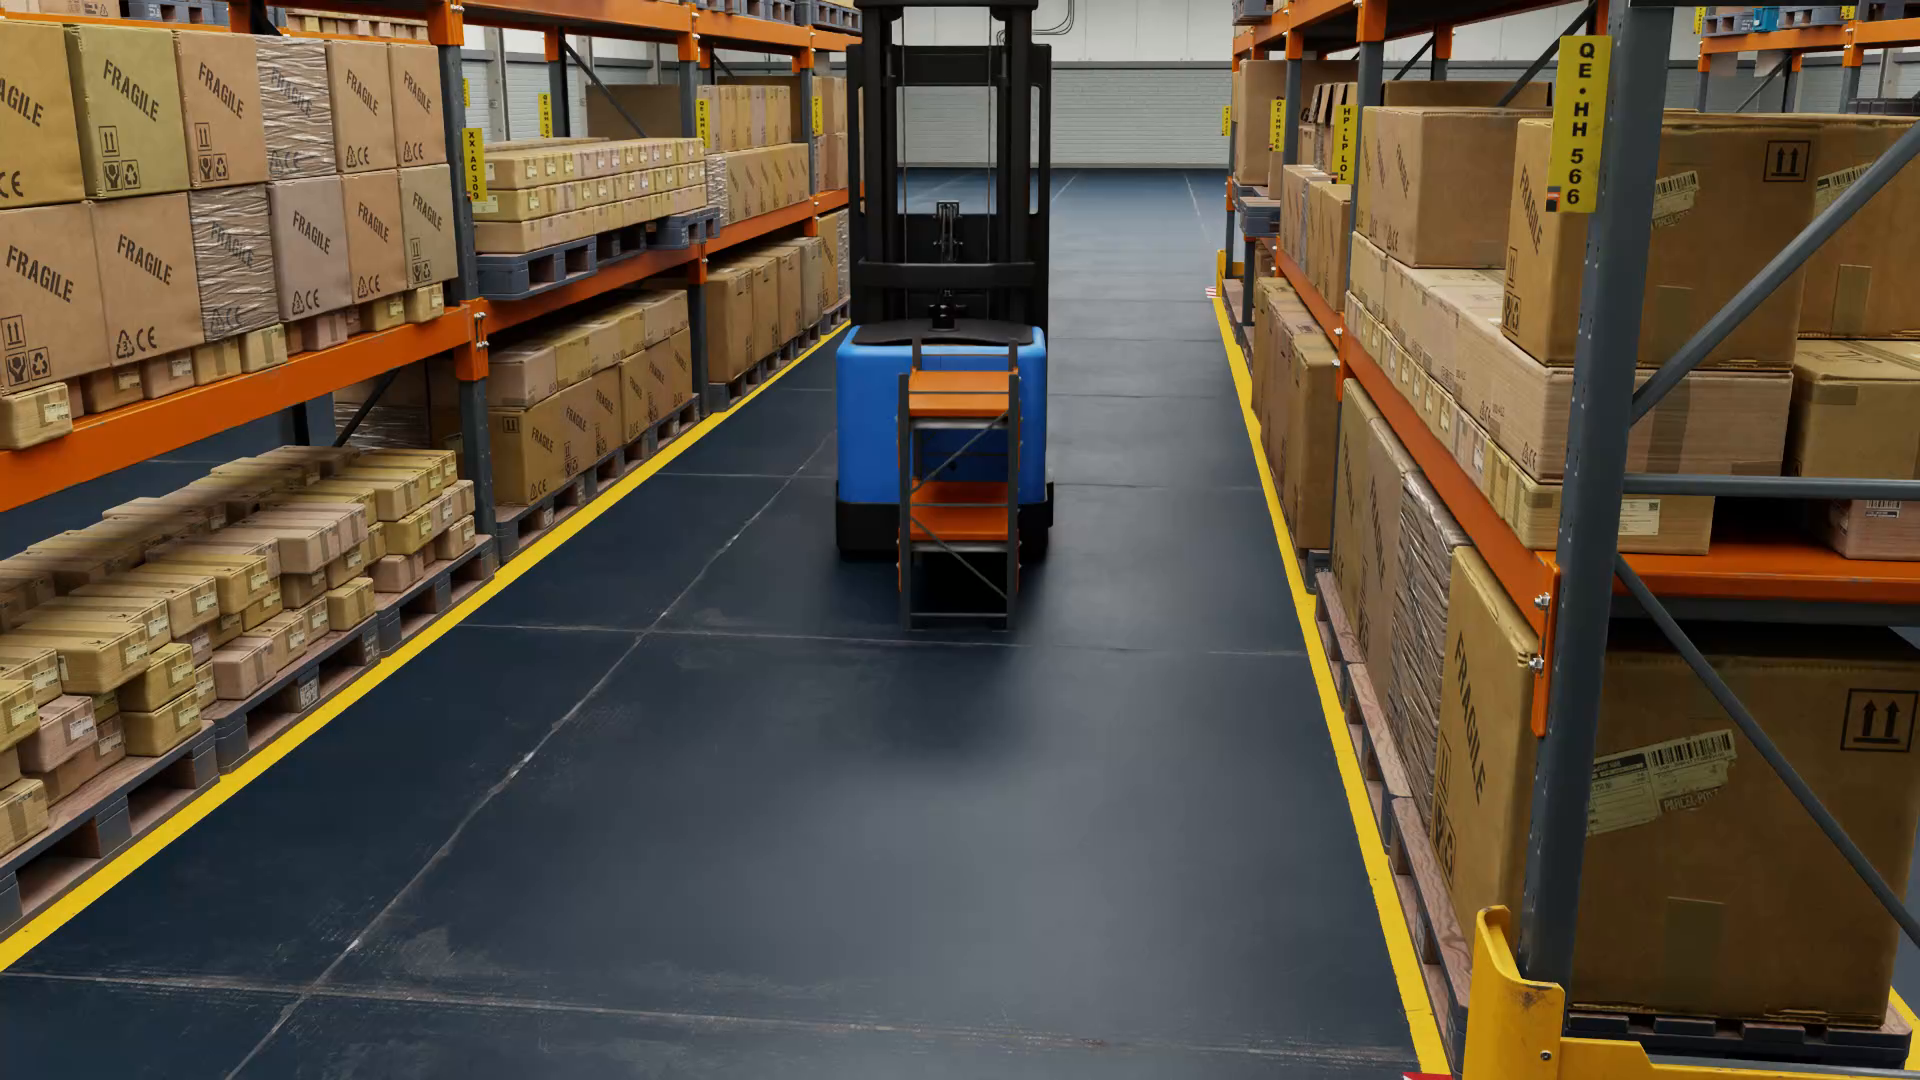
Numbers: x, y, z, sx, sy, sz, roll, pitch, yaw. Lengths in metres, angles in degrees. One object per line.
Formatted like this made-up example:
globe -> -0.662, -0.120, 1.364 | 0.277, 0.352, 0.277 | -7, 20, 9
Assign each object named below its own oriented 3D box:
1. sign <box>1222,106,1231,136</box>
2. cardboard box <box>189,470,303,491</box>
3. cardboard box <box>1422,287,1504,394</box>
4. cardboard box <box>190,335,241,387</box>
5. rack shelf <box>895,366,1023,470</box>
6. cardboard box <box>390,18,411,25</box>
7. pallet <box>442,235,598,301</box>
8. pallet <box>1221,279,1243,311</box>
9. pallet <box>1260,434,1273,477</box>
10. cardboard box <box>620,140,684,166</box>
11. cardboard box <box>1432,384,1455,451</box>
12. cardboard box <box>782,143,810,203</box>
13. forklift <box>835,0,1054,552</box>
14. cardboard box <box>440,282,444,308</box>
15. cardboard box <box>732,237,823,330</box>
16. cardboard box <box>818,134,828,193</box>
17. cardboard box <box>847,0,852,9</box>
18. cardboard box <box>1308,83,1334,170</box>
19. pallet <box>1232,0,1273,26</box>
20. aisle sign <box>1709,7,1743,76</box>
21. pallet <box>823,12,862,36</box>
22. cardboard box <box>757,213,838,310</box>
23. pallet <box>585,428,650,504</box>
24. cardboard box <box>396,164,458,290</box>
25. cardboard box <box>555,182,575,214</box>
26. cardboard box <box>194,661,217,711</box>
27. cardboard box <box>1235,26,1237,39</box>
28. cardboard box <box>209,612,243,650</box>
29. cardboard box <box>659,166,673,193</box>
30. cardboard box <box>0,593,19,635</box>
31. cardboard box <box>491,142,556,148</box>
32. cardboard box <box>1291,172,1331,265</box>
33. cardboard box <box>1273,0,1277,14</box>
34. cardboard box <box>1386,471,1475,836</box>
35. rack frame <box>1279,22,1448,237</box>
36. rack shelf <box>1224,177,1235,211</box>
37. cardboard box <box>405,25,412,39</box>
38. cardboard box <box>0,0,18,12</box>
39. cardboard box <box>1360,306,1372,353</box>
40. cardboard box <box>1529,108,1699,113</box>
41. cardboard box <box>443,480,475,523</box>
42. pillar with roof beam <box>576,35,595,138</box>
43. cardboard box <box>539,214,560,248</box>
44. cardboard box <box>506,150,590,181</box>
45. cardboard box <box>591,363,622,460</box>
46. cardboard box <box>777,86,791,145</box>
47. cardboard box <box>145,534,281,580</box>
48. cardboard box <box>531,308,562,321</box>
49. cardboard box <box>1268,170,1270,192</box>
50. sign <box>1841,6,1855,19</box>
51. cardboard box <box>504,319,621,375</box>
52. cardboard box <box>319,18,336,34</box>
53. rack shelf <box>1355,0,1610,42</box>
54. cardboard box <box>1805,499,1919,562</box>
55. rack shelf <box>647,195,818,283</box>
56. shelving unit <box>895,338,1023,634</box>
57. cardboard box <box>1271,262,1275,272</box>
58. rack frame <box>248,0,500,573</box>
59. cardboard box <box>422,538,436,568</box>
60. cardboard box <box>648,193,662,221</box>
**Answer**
sign -> 2.979, -4.677, 18.554 | 0.100, 0.325, 0.005 | 2, 15, 6
cardboard box -> -3.067, -0.197, 7.161 | 0.380, 0.149, 0.250 | 1, 15, 5
cardboard box -> 1.619, -0.562, 4.710 | 0.500, 0.250, 0.500 | 1, 15, 4
cardboard box -> -2.717, -0.625, 5.708 | 0.380, 0.149, 0.250 | 2, 15, 8
rack shelf -> 0.009, -0.560, 7.456 | 0.538, 0.278, 1.000 | 0, 15, 2
cardboard box -> -6.230, -5.649, 17.776 | 0.500, 0.250, 0.500 | 2, 15, 8
pallet -> -2.522, -1.405, 8.477 | 1.003, 0.211, 1.213 | 2, 15, 6
pallet -> 3.383, -2.668, 18.124 | 1.003, 0.211, 1.213 | 2, 15, 6
pallet -> 2.452, -0.620, 10.551 | 1.003, 0.211, 1.213 | 2, 15, 6
cardboard box -> -1.961, -2.436, 10.460 | 0.380, 0.149, 0.250 | 2, 15, 8
cardboard box -> 1.539, -0.339, 4.651 | 0.380, 0.149, 0.250 | 1, 15, 5
cardboard box -> -1.643, -3.283, 14.866 | 0.500, 0.500, 0.500 | 2, 15, 6
forklift -> -0.051, -1.686, 9.282 | 1.130, 2.935, 3.031 | 0, 15, 2
cardboard box -> -2.552, -1.101, 7.468 | 0.380, 0.149, 0.250 | 2, 15, 6
cardboard box -> -1.831, -2.331, 15.042 | 1.050, 0.750, 0.750 | 2, 15, 6
cardboard box -> -1.781, -3.690, 16.274 | 0.875, 0.550, 0.550 | 2, 15, 6
cardboard box -> -1.300, -5.435, 16.753 | 0.380, 0.149, 0.250 | 2, 15, 7
cardboard box -> 2.517, -2.512, 10.091 | 0.797, 0.503, 0.637 | 2, 15, 8
pallet -> 2.891, -4.406, 13.824 | 1.213, 0.211, 1.003 | 2, 15, 6
aisle sign -> 8.156, -5.380, 17.830 | 0.394, 0.787, 0.004 | 2, 15, 6
pallet -> -1.472, -5.628, 18.152 | 1.003, 0.211, 1.213 | 2, 15, 6
cardboard box -> -1.710, -2.716, 16.227 | 0.875, 0.875, 0.875 | 2, 15, 7
pallet -> -2.531, -0.476, 10.019 | 1.003, 0.211, 1.213 | 2, 15, 6
cardboard box -> -2.527, -1.361, 7.189 | 0.500, 0.500, 0.500 | 2, 15, 6
cardboard box -> -2.195, -1.751, 8.498 | 0.380, 0.149, 0.250 | 2, 15, 8
cardboard box -> -2.786, 0.514, 5.671 | 0.380, 0.149, 0.250 | 2, 15, 6
cardboard box -> 3.207, -5.502, 17.802 | 0.500, 0.250, 0.500 | 2, 15, 8
cardboard box -> -2.802, 0.294, 5.916 | 0.380, 0.149, 0.250 | 2, 15, 9
cardboard box -> -1.989, -2.222, 10.239 | 0.380, 0.149, 0.250 | 2, 15, 6
cardboard box -> -3.316, 0.276, 5.412 | 0.380, 0.149, 0.250 | 1, 15, 4
cardboard box -> -2.665, -2.323, 10.043 | 0.380, 0.149, 0.250 | 2, 15, 9
cardboard box -> 2.180, -1.832, 9.498 | 0.500, 0.500, 0.500 | 1, 15, 5
cardboard box -> 2.527, -3.934, 12.004 | 0.500, 0.250, 0.500 | 2, 15, 8
cardboard box -> 1.808, 0.325, 4.979 | 0.875, 0.875, 0.875 | 2, 15, 6
rack frame -> 2.615, -2.168, 10.935 | 1.000, 3.000, 0.127 | 2, 15, 6
rack shelf -> 3.292, -3.377, 16.783 | 1.077, 0.370, 4.000 | 2, 15, 6
cardboard box -> -6.245, -5.564, 18.227 | 0.380, 0.149, 0.250 | 2, 15, 7
cardboard box -> -7.027, -3.864, 11.939 | 0.380, 0.149, 0.250 | 2, 15, 6
cardboard box -> 1.741, -0.806, 6.378 | 0.380, 0.149, 0.250 | 2, 15, 8
cardboard box -> 2.317, -1.307, 6.031 | 0.500, 0.500, 0.500 | 2, 15, 7
cardboard box -> -2.473, -0.182, 7.677 | 0.380, 0.149, 0.250 | 2, 15, 7
pillar with roof beam -> -5.249, -13.520, 41.423 | 9.100, 9.000, 0.400 | 2, 15, 6
cardboard box -> -2.226, -1.545, 8.307 | 0.380, 0.149, 0.250 | 2, 15, 7
cardboard box -> -2.164, -1.964, 8.716 | 0.380, 0.149, 0.250 | 1, 15, 6
cardboard box -> -2.302, -0.757, 9.698 | 0.500, 0.500, 0.500 | 2, 15, 7
cardboard box -> -1.900, -3.780, 14.788 | 0.700, 0.500, 0.500 | 1, 15, 5
cardboard box -> -2.745, 0.085, 6.120 | 0.380, 0.149, 0.250 | 2, 15, 6
cardboard box -> -2.746, -1.268, 10.151 | 0.500, 0.250, 0.500 | 2, 15, 7
cardboard box -> 2.535, -2.747, 12.526 | 0.396, 0.266, 0.258 | 1, 15, 5
sign -> 7.443, -4.531, 13.910 | 0.100, 0.325, 0.005 | 2, 15, 6
cardboard box -> -2.287, -1.115, 9.588 | 0.500, 0.250, 0.500 | 2, 15, 8
cardboard box -> -6.430, -5.096, 16.495 | 0.380, 0.149, 0.250 | 2, 15, 8
rack shelf -> 1.938, -1.713, 4.882 | 1.077, 0.370, 4.000 | 2, 15, 6
cardboard box -> 2.081, -0.055, 3.599 | 0.380, 0.149, 0.250 | 2, 15, 7
rack shelf -> -2.076, -2.512, 13.584 | 1.077, 0.370, 4.000 | 2, 15, 6
shelving unit -> 0.009, -0.277, 7.533 | 0.538, 1.125, 1.048 | 0, 15, 2
cardboard box -> 3.152, -2.304, 15.422 | 0.500, 0.500, 0.500 | 1, 15, 5
rack frame -> -2.753, -1.303, 7.735 | 1.000, 3.000, 0.127 | 2, 15, 6
cardboard box -> -2.571, 0.047, 7.399 | 0.380, 0.149, 0.250 | 2, 15, 8
cardboard box -> -2.019, -2.015, 10.045 | 0.380, 0.149, 0.250 | 1, 15, 4
